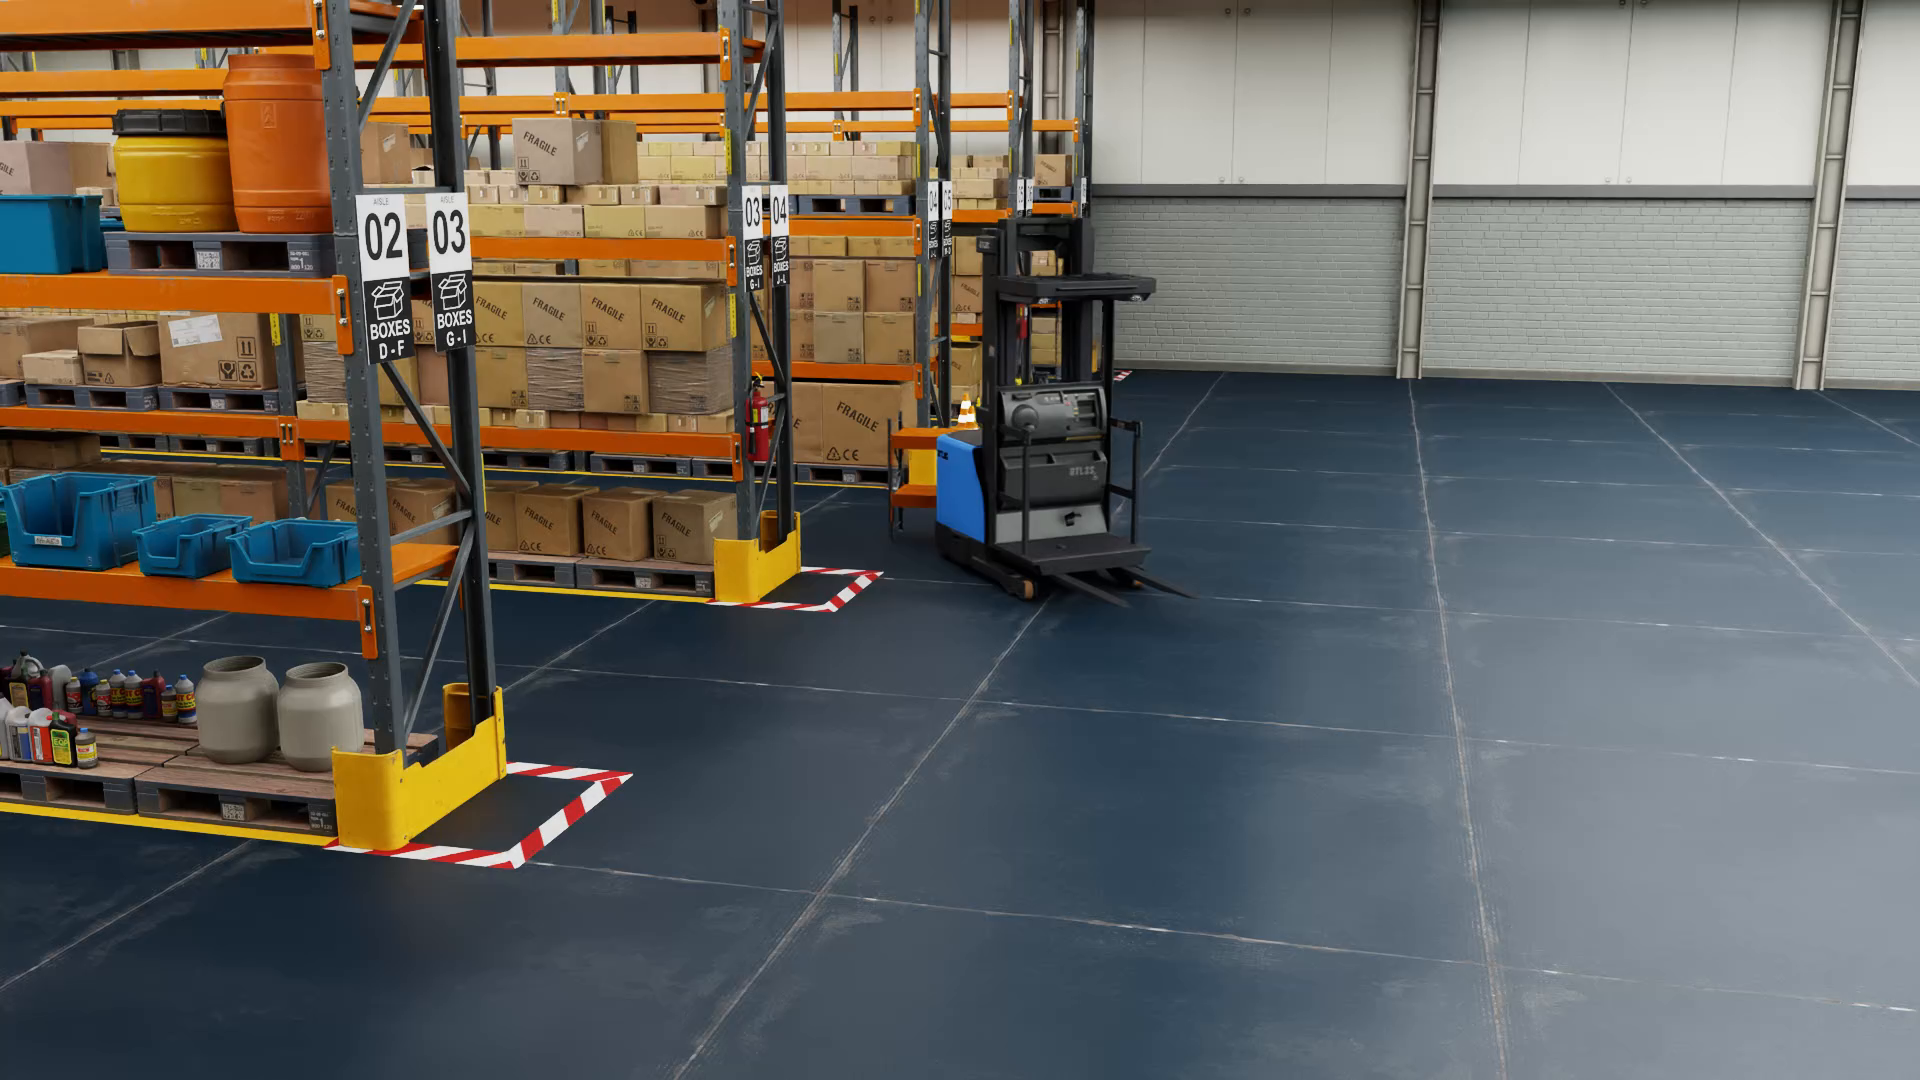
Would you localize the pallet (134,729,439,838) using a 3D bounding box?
[{"bbox_3d":[-3.622,1.273,9.025,1.213,0.211,1.003,3,13,14],"label":"pallet"}]

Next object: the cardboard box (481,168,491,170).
[{"bbox_3d":[-8.201,-6.424,29.047,0.250,0.149,0.380,3,13,14],"label":"cardboard box"}]

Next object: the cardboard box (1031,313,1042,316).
[{"bbox_3d":[1.090,-3.661,27.897,0.500,0.250,0.500,3,13,14],"label":"cardboard box"}]

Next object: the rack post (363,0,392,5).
[{"bbox_3d":[-3.453,-2.802,8.257,0.954,0.300,0.937,5,13,20],"label":"rack post"}]

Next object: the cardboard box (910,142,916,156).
[{"bbox_3d":[-0.524,-4.200,17.866,0.250,0.149,0.380,3,13,14],"label":"cardboard box"}]

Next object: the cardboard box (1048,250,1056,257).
[{"bbox_3d":[1.599,-4.706,27.119,0.250,0.149,0.380,3,13,14],"label":"cardboard box"}]

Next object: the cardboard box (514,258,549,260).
[{"bbox_3d":[-6.067,-3.893,23.985,0.500,0.500,0.500,4,13,16],"label":"cardboard box"}]

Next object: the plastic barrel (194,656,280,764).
[{"bbox_3d":[-3.894,0.914,8.978,0.421,0.512,0.421,0,13,0],"label":"plastic barrel"}]

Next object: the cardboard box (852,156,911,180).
[{"bbox_3d":[-0.819,-3.887,17.380,0.500,0.250,0.500,3,13,14],"label":"cardboard box"}]

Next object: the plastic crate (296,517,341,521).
[{"bbox_3d":[-3.541,-0.036,9.098,0.250,0.136,0.298,3,13,14],"label":"plastic crate"}]

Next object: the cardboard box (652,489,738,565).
[{"bbox_3d":[-2.165,-0.113,13.637,0.500,0.500,0.500,6,14,24],"label":"cardboard box"}]

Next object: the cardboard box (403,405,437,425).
[{"bbox_3d":[-4.343,-1.048,13.627,0.250,0.149,0.380,3,13,14],"label":"cardboard box"}]

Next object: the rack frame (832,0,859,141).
[{"bbox_3d":[-1.886,-7.357,27.634,0.127,3.000,1.000,3,13,14],"label":"rack frame"}]

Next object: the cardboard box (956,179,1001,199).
[{"bbox_3d":[0.250,-4.683,22.166,0.500,0.250,0.500,3,13,13],"label":"cardboard box"}]

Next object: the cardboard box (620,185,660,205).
[{"bbox_3d":[-2.424,-2.657,12.799,0.250,0.149,0.380,2,13,11],"label":"cardboard box"}]

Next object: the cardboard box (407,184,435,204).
[{"bbox_3d":[-4.185,-2.751,13.222,0.250,0.149,0.380,3,13,12],"label":"cardboard box"}]

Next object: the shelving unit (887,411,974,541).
[{"bbox_3d":[-0.095,-0.575,15.246,1.048,1.125,0.538,2,13,10],"label":"shelving unit"}]

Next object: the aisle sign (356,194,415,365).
[{"bbox_3d":[-2.751,-1.254,7.975,0.004,0.787,0.394,3,13,14],"label":"aisle sign"}]

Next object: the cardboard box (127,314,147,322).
[{"bbox_3d":[-9.626,-2.611,19.703,0.250,0.149,0.380,2,13,11],"label":"cardboard box"}]

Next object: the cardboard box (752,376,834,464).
[{"bbox_3d":[-1.805,-1.365,18.412,0.875,0.875,0.875,3,13,13],"label":"cardboard box"}]

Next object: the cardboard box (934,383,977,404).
[{"bbox_3d":[-0.061,-2.026,22.835,0.500,0.250,0.500,3,13,13],"label":"cardboard box"}]

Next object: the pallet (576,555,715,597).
[{"bbox_3d":[-2.417,0.215,13.793,1.213,0.211,1.003,3,13,14],"label":"pallet"}]

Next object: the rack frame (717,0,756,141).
[{"bbox_3d":[-3.072,-6.313,22.928,0.127,3.000,1.000,3,13,14],"label":"rack frame"}]

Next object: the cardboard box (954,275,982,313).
[{"bbox_3d":[0.218,-3.341,22.465,0.500,0.500,0.500,3,13,13],"label":"cardboard box"}]

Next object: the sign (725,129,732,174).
[{"bbox_3d":[-1.715,-2.874,12.307,0.005,0.325,0.100,3,13,14],"label":"sign"}]

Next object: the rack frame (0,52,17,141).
[{"bbox_3d":[-11.927,-5.682,20.084,0.127,3.000,1.000,3,13,14],"label":"rack frame"}]

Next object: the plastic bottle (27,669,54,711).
[{"bbox_3d":[-5.307,0.884,9.596,0.133,0.283,0.061,3,13,14],"label":"plastic bottle"}]

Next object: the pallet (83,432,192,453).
[{"bbox_3d":[-9.983,-1.289,20.572,1.213,0.211,1.003,3,13,14],"label":"pallet"}]

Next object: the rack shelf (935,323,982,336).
[{"bbox_3d":[-1.130,-2.929,23.188,4.000,0.370,1.077,3,13,14],"label":"rack shelf"}]

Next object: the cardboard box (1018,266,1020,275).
[{"bbox_3d":[0.955,-4.269,27.334,0.500,0.500,0.500,3,13,15],"label":"cardboard box"}]

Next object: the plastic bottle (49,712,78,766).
[{"bbox_3d":[-4.756,1.055,8.826,0.133,0.283,0.061,3,13,15],"label":"plastic bottle"}]

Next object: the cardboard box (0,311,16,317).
[{"bbox_3d":[-11.384,-2.705,20.128,0.250,0.149,0.380,3,13,14],"label":"cardboard box"}]

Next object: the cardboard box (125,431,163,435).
[{"bbox_3d":[-9.766,-1.561,20.163,0.500,0.500,0.500,2,13,11],"label":"cardboard box"}]

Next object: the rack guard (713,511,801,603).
[{"bbox_3d":[-1.637,0.124,13.538,0.348,0.500,1.175,3,13,14],"label":"rack guard"}]

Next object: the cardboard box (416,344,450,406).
[{"bbox_3d":[-4.038,-1.420,13.806,0.500,0.500,0.875,3,13,14],"label":"cardboard box"}]

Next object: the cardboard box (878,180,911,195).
[{"bbox_3d":[-0.680,-3.672,17.330,0.250,0.149,0.380,3,13,13],"label":"cardboard box"}]

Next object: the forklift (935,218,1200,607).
[{"bbox_3d":[0.851,-1.060,13.259,1.130,2.935,3.031,-6,14,-24],"label":"forklift"}]

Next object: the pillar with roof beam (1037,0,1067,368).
[{"bbox_3d":[0.506,-6.470,23.635,0.548,9.000,9.100,3,13,14],"label":"pillar with roof beam"}]

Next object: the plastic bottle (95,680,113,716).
[{"bbox_3d":[-4.961,0.913,9.657,0.097,0.201,0.097,0,13,0],"label":"plastic bottle"}]

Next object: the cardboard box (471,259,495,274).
[{"bbox_3d":[-5.634,-2.952,19.091,0.500,0.500,0.700,3,13,14],"label":"cardboard box"}]

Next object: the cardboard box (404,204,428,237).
[{"bbox_3d":[-4.076,-2.560,13.283,0.500,0.250,0.500,3,13,11],"label":"cardboard box"}]

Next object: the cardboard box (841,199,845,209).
[{"bbox_3d":[-1.598,-4.573,22.590,0.250,0.149,0.380,3,13,12],"label":"cardboard box"}]

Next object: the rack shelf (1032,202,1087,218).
[{"bbox_3d":[0.055,-5.438,27.569,4.000,0.370,1.077,3,13,14],"label":"rack shelf"}]

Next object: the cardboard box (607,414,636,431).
[{"bbox_3d":[-2.626,-0.973,13.290,0.250,0.149,0.380,3,13,14],"label":"cardboard box"}]

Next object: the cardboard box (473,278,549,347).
[{"bbox_3d":[-3.611,-1.830,13.348,0.500,0.500,0.500,3,13,14],"label":"cardboard box"}]

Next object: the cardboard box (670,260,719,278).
[{"bbox_3d":[-2.757,-2.851,18.336,0.550,0.550,0.875,3,13,14],"label":"cardboard box"}]

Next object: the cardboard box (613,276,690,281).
[{"bbox_3d":[-2.515,-1.888,13.609,0.500,0.500,0.500,3,13,14],"label":"cardboard box"}]

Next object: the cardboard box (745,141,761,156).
[{"bbox_3d":[-2.166,-4.141,17.601,0.250,0.149,0.380,3,13,14],"label":"cardboard box"}]

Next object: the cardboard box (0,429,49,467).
[{"bbox_3d":[-8.672,-0.840,15.134,0.500,0.250,0.500,4,13,16],"label":"cardboard box"}]

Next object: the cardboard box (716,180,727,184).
[{"bbox_3d":[-2.411,-3.764,17.746,0.250,0.149,0.380,3,13,14],"label":"cardboard box"}]

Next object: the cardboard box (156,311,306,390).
[{"bbox_3d":[-6.184,-1.869,14.393,1.000,1.000,1.000,3,13,14],"label":"cardboard box"}]

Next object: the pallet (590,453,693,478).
[{"bbox_3d":[-3.440,-0.921,18.913,1.213,0.211,1.003,3,13,14],"label":"pallet"}]

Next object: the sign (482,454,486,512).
[{"bbox_3d":[-2.614,-0.302,9.045,0.005,0.325,0.100,3,13,14],"label":"sign"}]

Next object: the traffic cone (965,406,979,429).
[{"bbox_3d":[0.149,-1.438,20.664,0.334,0.463,0.336,3,13,14],"label":"traffic cone"}]

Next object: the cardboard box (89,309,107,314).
[{"bbox_3d":[-10.136,-2.783,19.792,0.250,0.149,0.380,3,13,12],"label":"cardboard box"}]
